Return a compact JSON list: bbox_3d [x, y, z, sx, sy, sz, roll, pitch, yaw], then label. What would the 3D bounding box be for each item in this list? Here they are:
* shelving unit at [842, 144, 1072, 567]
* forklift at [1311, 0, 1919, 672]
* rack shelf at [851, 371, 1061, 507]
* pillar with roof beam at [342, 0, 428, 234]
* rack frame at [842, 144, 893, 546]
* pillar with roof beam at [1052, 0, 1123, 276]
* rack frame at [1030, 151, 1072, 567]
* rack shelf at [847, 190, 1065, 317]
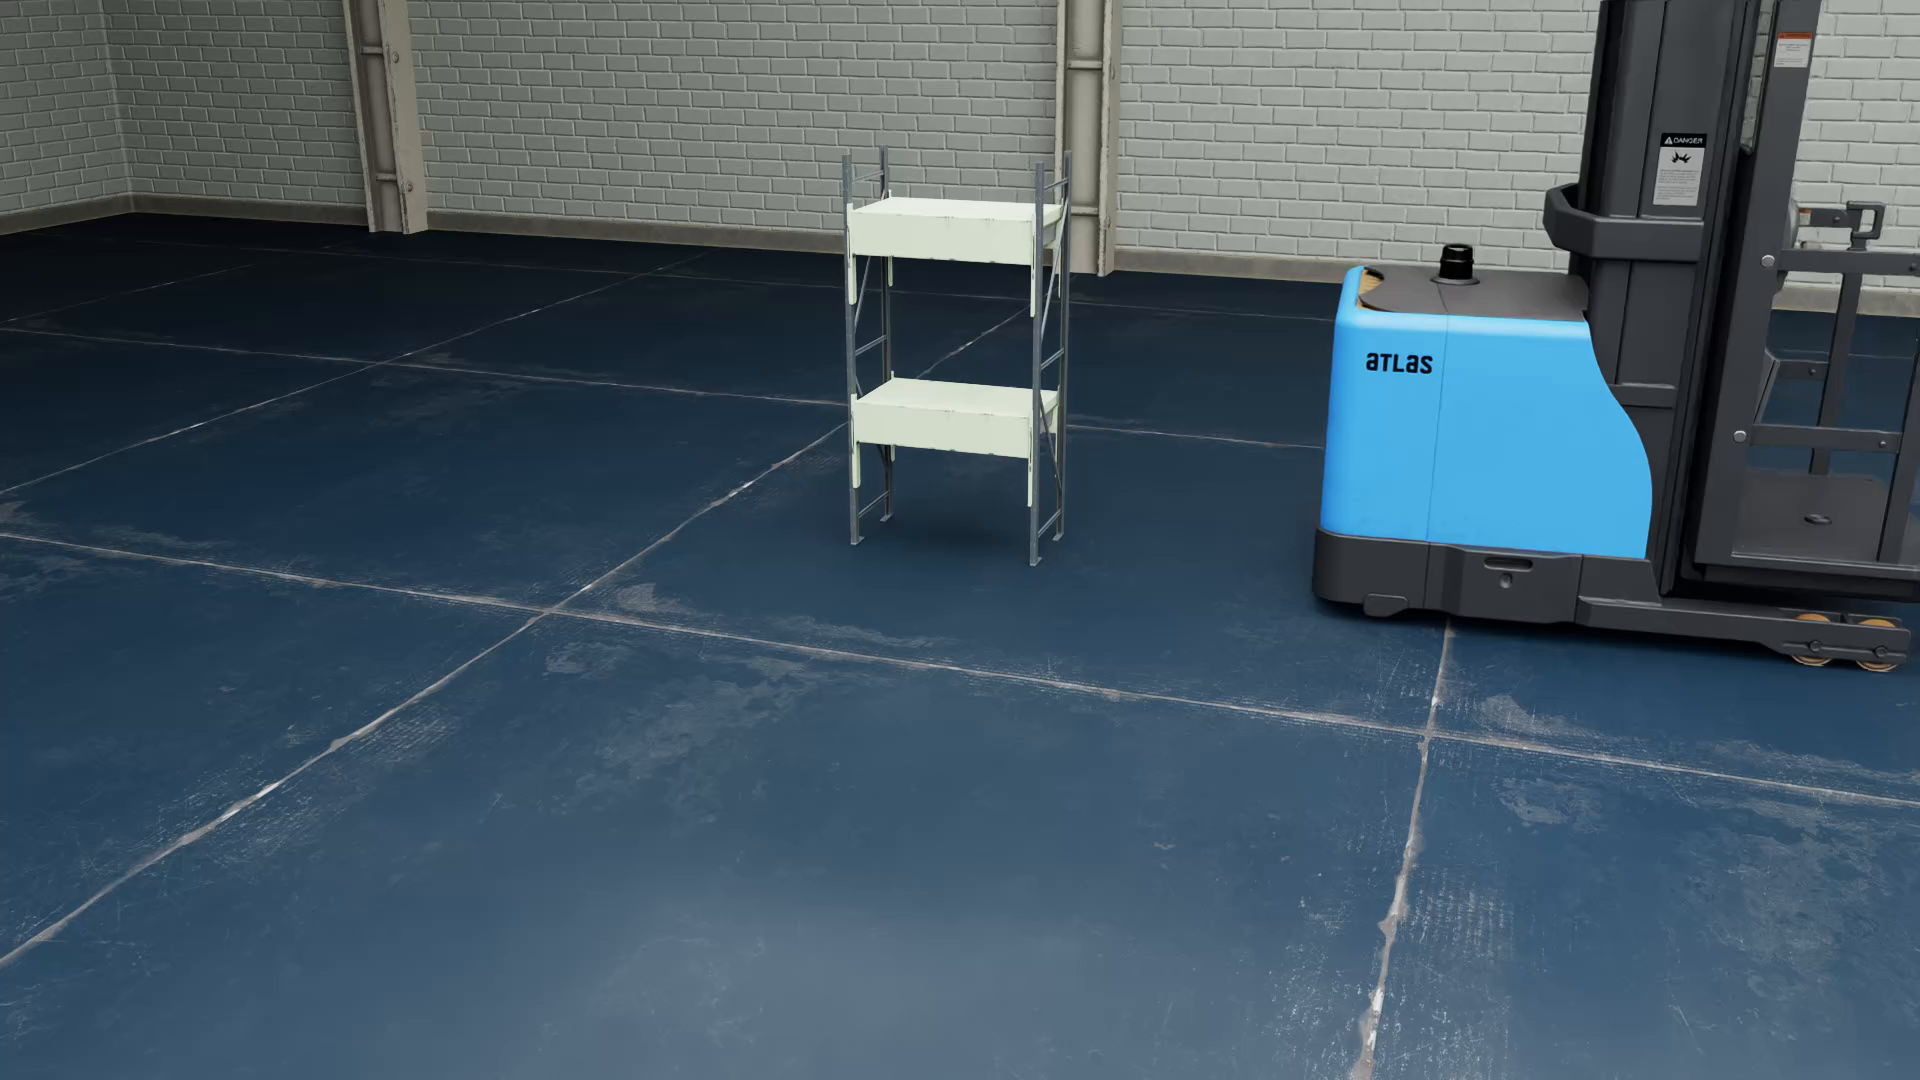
[{"bbox_3d":[-0.006,-0.709,6.331,0.755,1.500,0.431,7,20,18],"label":"shelving unit"},{"bbox_3d":[2.811,-1.153,5.430,3.031,2.935,1.130,5,20,14],"label":"forklift"},{"bbox_3d":[-0.006,-0.401,6.439,0.720,0.370,0.431,7,20,18],"label":"rack shelf"},{"bbox_3d":[-6.170,-5.540,8.799,0.400,9.000,9.100,7,20,18],"label":"pillar with roof beam"},{"bbox_3d":[-0.352,-0.748,6.445,0.023,1.500,0.400,7,20,18],"label":"rack frame"},{"bbox_3d":[-0.502,-4.892,6.940,0.400,9.000,9.100,7,20,18],"label":"pillar with roof beam"},{"bbox_3d":[0.339,-0.669,6.218,0.023,1.500,0.400,7,20,18],"label":"rack frame"},{"bbox_3d":[-0.006,-1.077,6.203,0.720,0.370,0.431,7,20,18],"label":"rack shelf"}]
